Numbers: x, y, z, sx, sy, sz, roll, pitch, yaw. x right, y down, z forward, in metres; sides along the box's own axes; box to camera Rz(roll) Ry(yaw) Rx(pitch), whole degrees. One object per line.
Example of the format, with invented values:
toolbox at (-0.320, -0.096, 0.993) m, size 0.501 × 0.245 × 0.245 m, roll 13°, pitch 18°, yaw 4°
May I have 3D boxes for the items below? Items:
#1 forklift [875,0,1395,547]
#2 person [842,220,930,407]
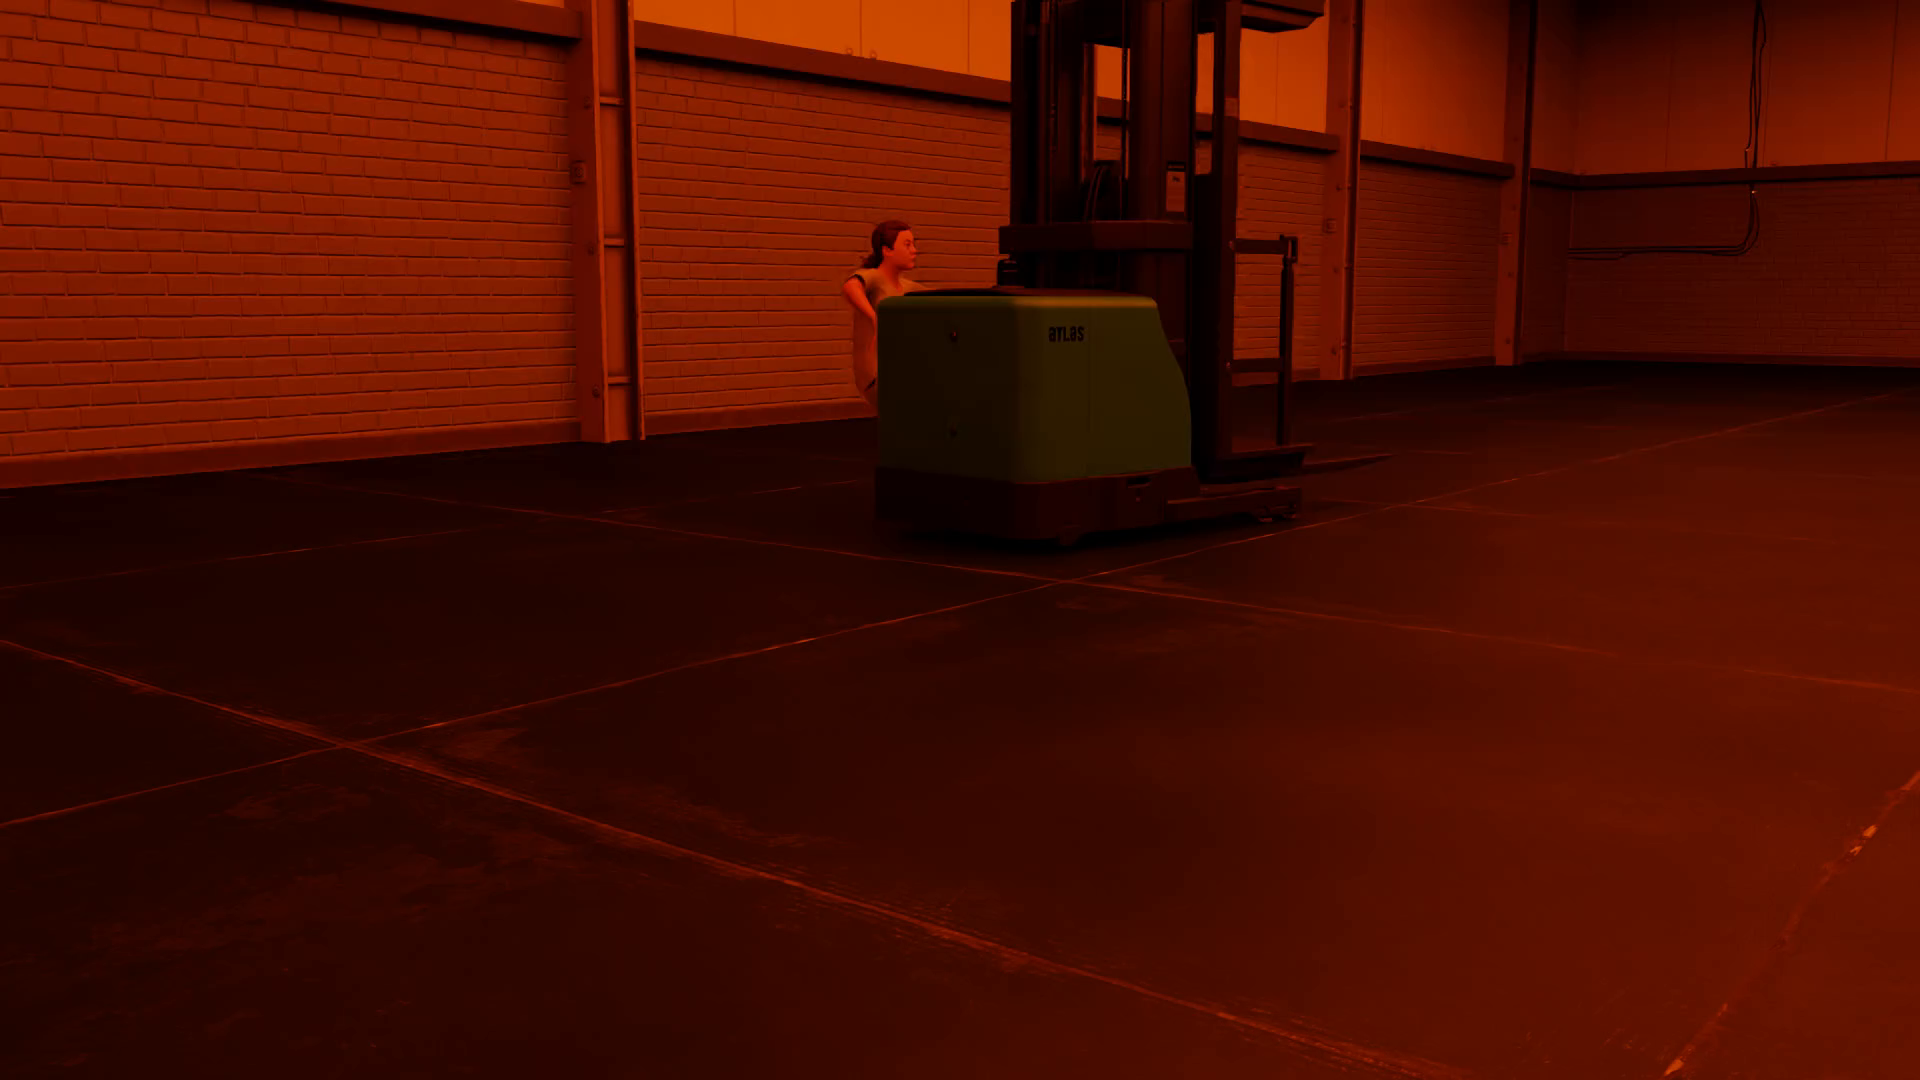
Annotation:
forklift at (1.031, -1.577, 8.060) m, size 3.031 × 2.935 × 1.130 m, roll -8°, pitch 11°, yaw -43°
person at (-0.142, -0.814, 7.904) m, size 0.818 × 1.400 × 0.931 m, roll 3°, pitch 9°, yaw 20°
